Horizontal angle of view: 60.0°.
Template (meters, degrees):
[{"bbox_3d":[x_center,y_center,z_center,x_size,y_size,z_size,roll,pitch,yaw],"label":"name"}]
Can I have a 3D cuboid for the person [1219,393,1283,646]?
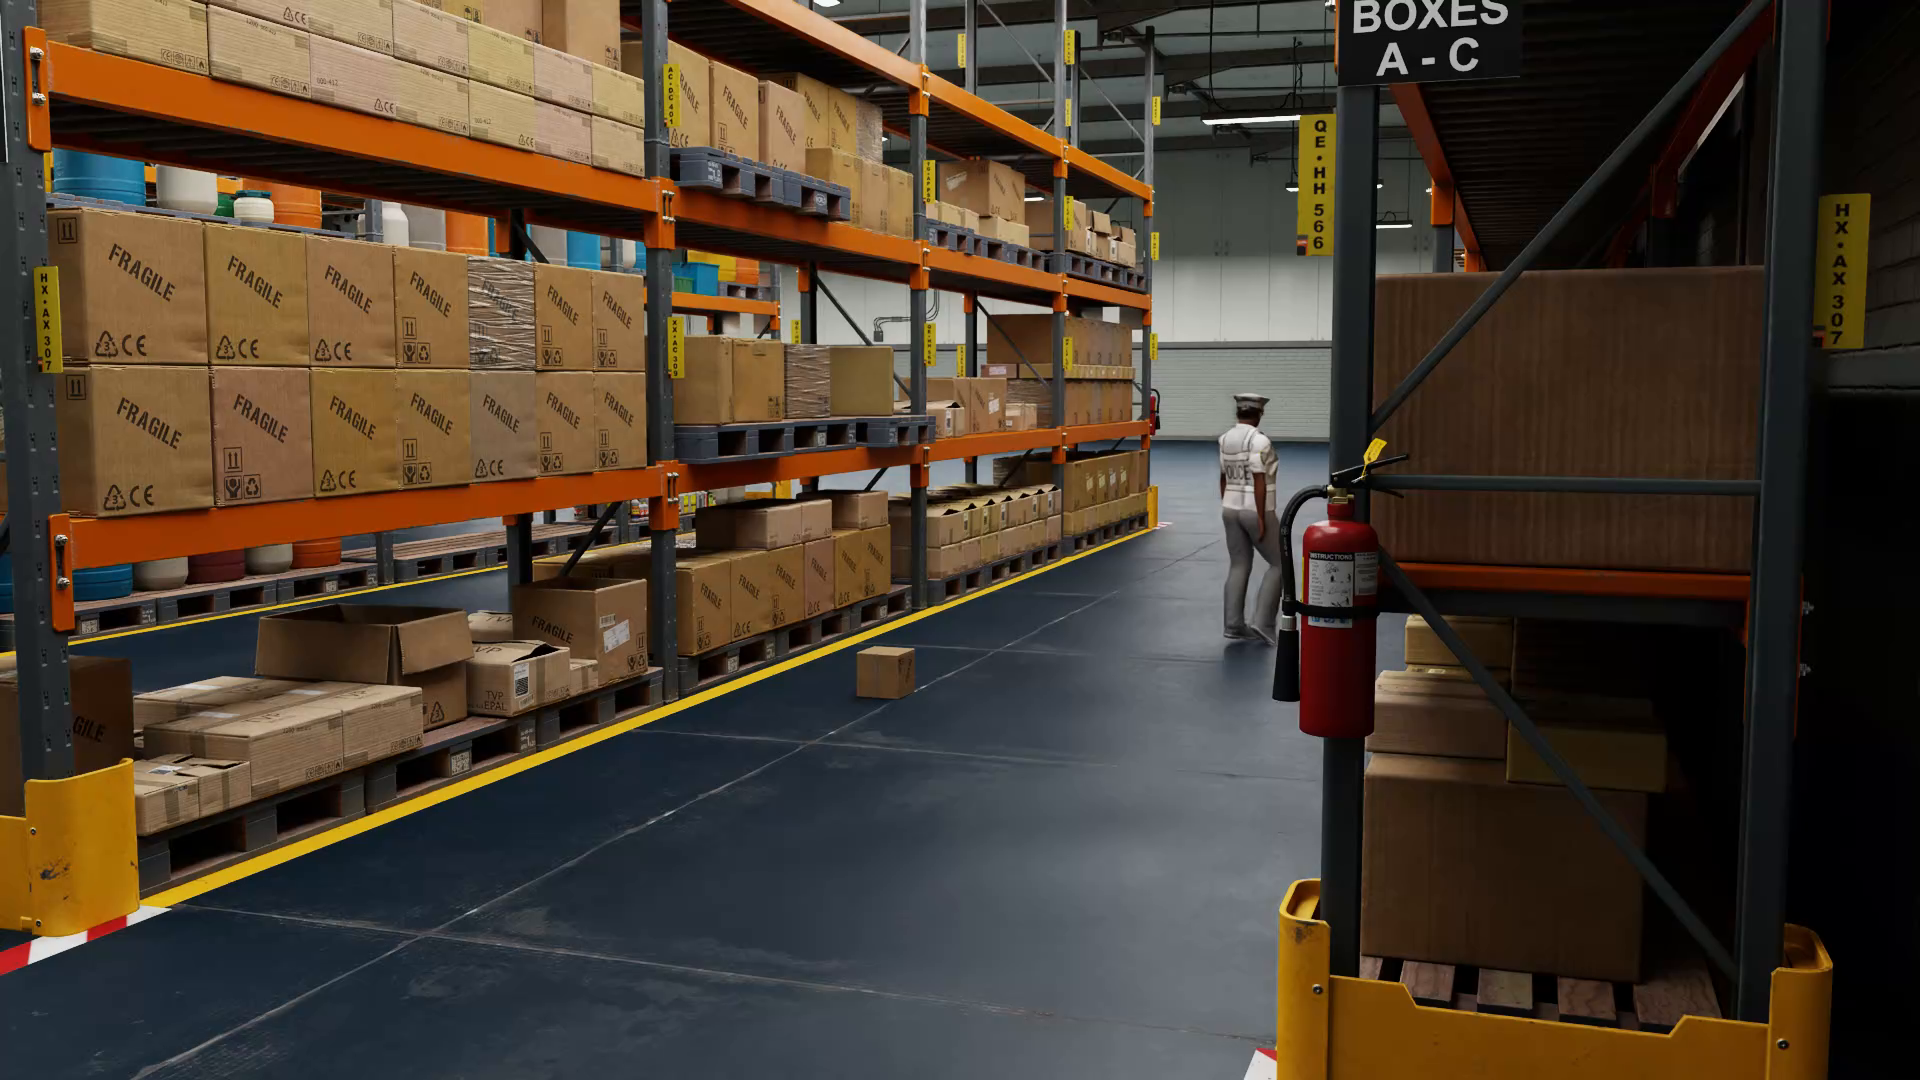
[{"bbox_3d":[1.958,-0.112,11.162,0.382,1.737,0.479,-3,6,-31],"label":"person"}]
